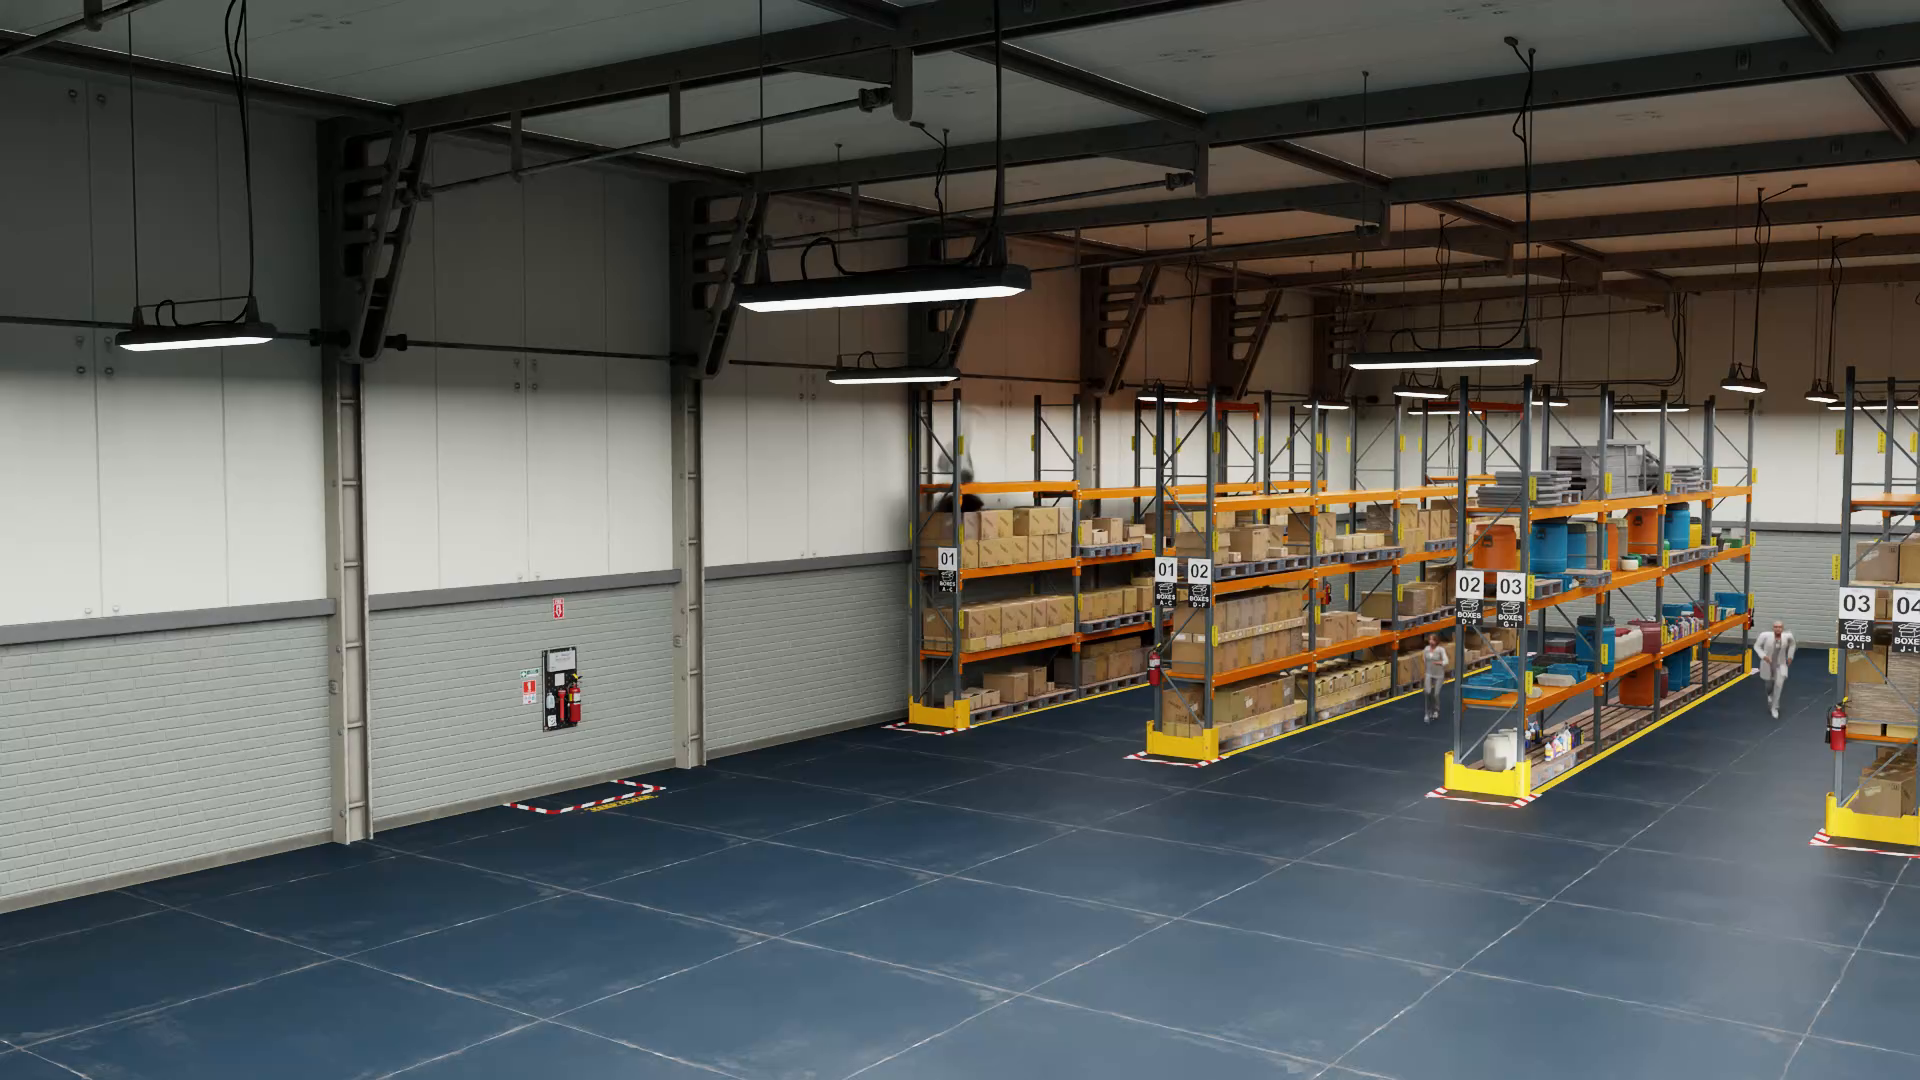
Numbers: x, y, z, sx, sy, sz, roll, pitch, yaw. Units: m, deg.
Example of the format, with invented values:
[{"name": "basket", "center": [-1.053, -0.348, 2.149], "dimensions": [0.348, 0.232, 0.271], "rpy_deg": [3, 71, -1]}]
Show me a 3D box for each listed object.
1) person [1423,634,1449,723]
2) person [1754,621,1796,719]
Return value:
[{"name": "person", "center": [8.576, 2.504, 30.055], "dimensions": [0.506, 1.638, 0.697], "rpy_deg": [2, 4, 28]}, {"name": "person", "center": [15.163, 2.370, 30.969], "dimensions": [0.713, 1.777, 1.181], "rpy_deg": [1, 4, 23]}]
